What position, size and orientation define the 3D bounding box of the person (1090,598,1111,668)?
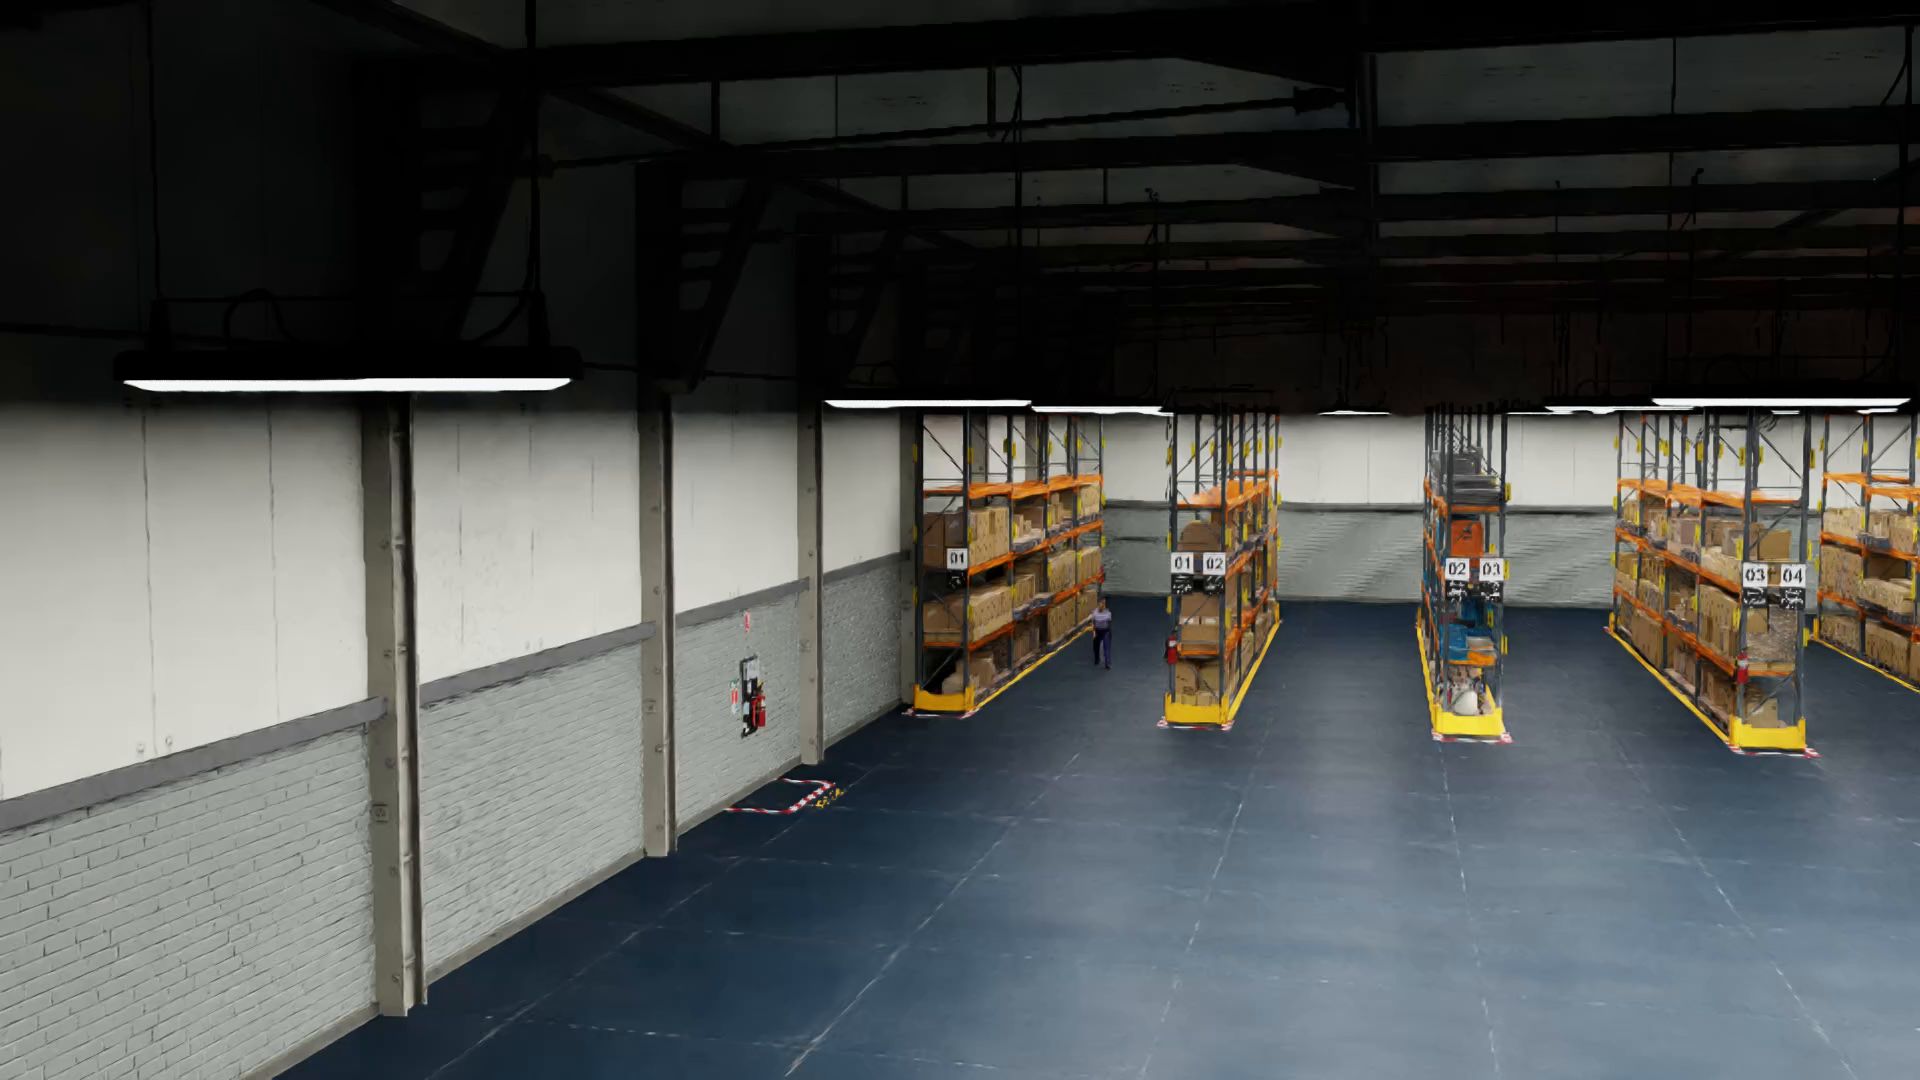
[{"bbox_3d":[3.217,2.117,37.993,0.478,1.575,1.000,0,4,6],"label":"person"}]
